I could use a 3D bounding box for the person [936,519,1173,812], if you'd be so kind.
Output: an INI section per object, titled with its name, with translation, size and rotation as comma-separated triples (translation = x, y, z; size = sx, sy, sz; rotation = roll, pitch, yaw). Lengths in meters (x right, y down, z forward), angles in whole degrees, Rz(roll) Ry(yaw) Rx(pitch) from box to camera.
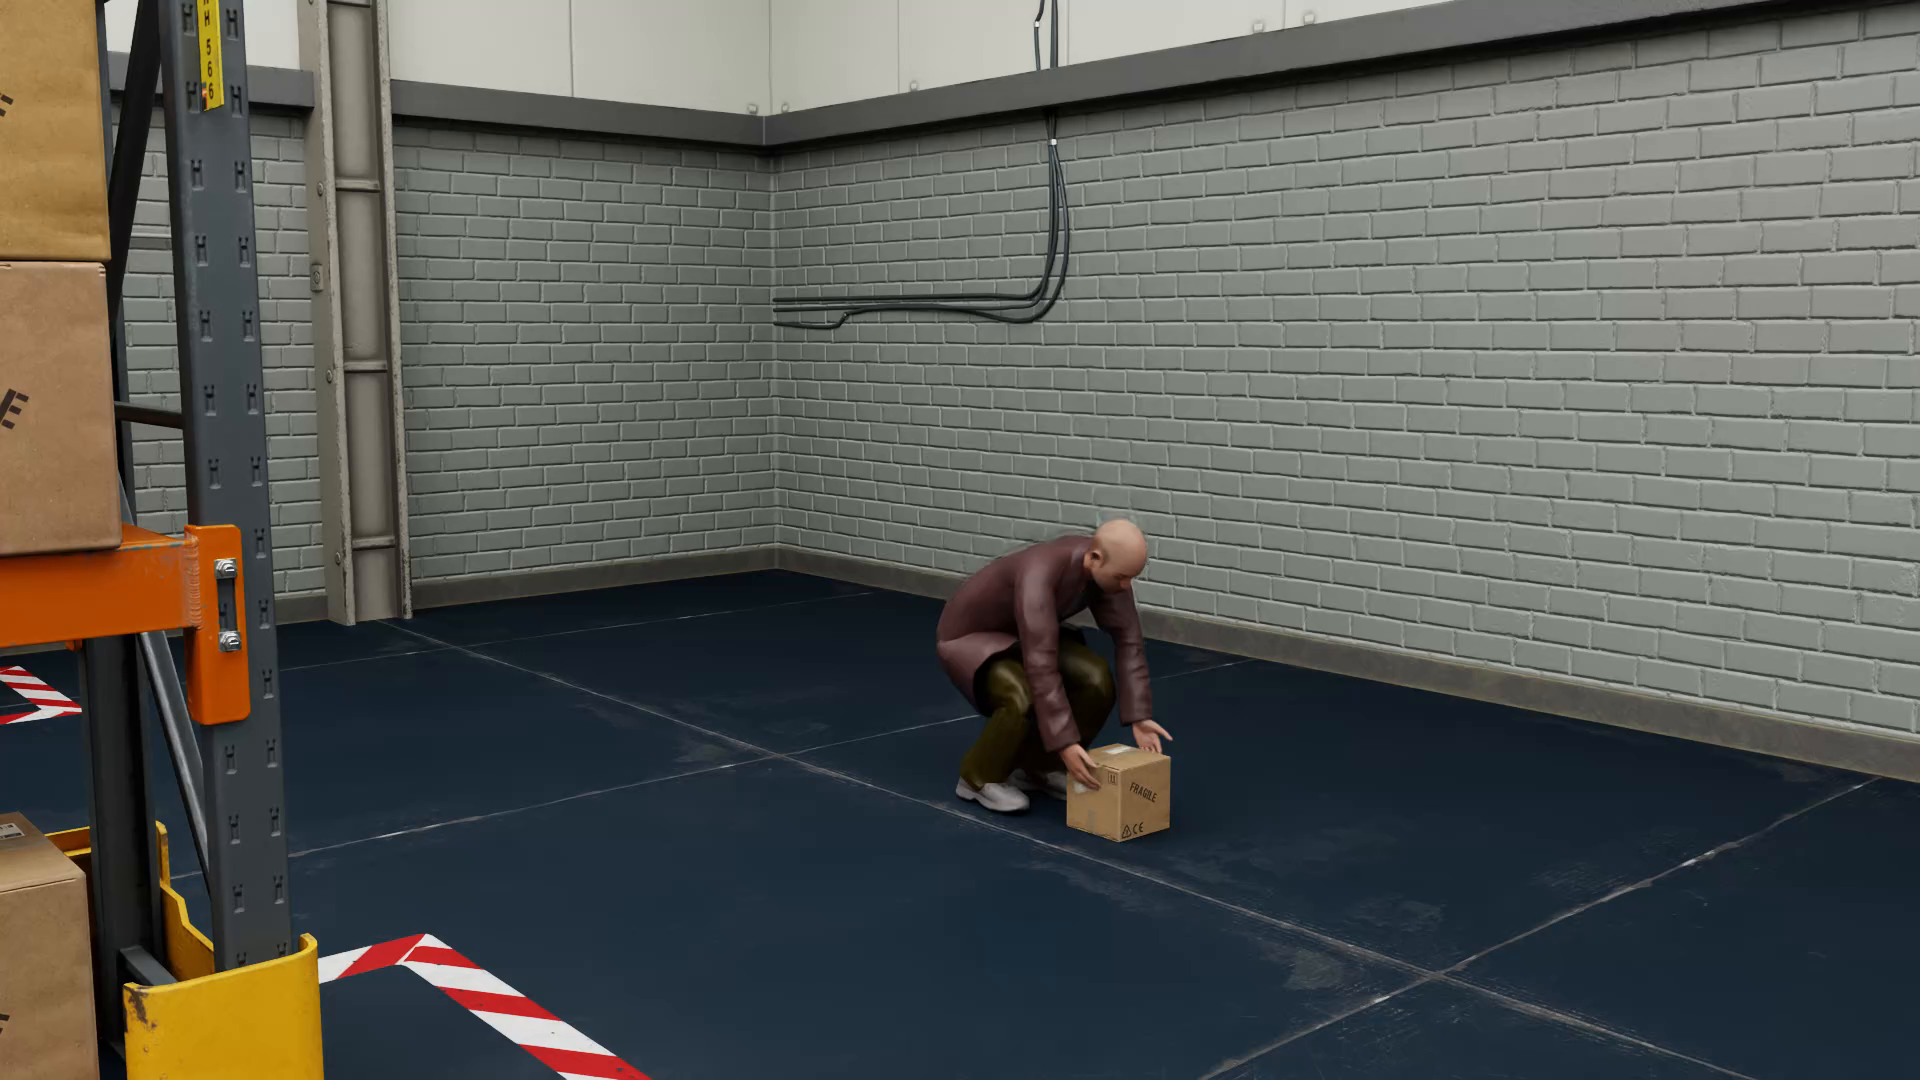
[person]
translation = 0.302, 0.425, 5.891
size = 0.612, 1.048, 0.878
rotation = -6, 10, -41
